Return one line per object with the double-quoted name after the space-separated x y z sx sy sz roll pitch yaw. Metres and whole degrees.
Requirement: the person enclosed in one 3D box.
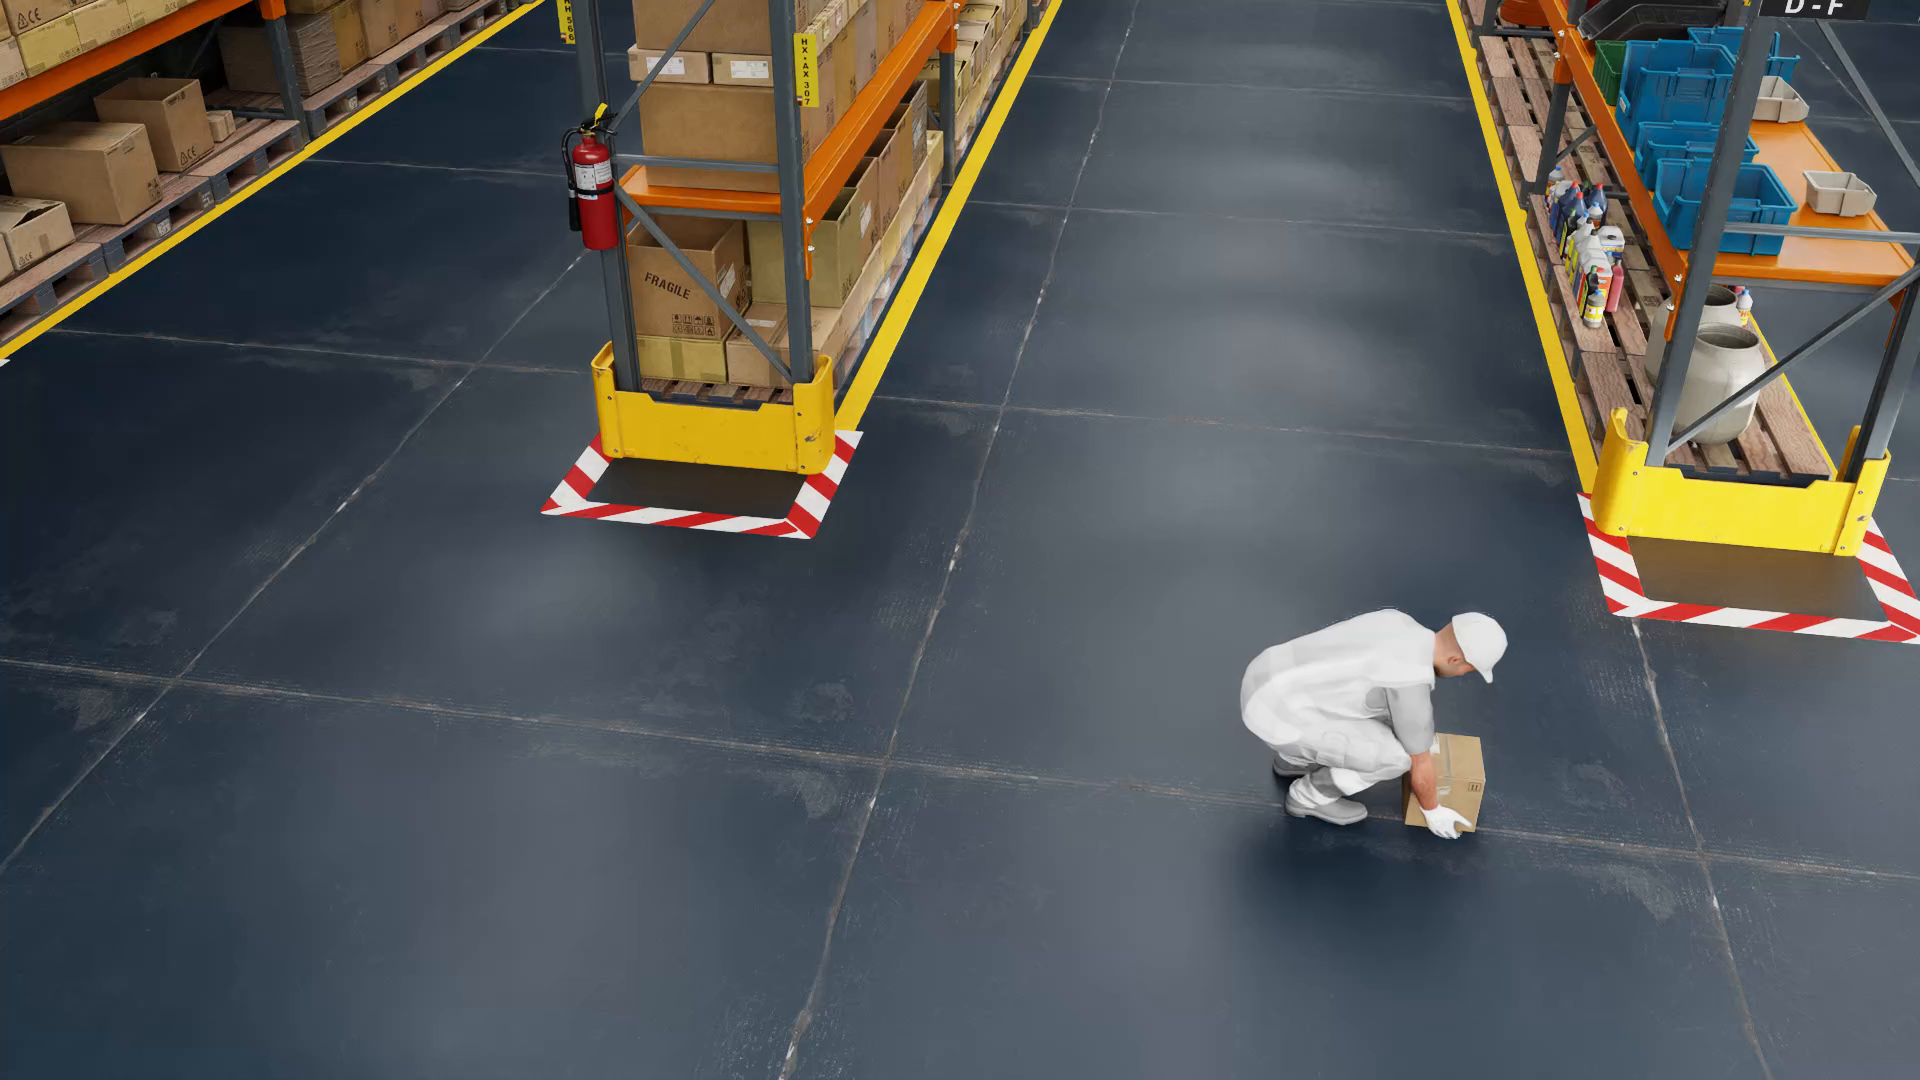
1.474 0.632 6.064 0.901 0.877 0.547 5 32 8 "person"
